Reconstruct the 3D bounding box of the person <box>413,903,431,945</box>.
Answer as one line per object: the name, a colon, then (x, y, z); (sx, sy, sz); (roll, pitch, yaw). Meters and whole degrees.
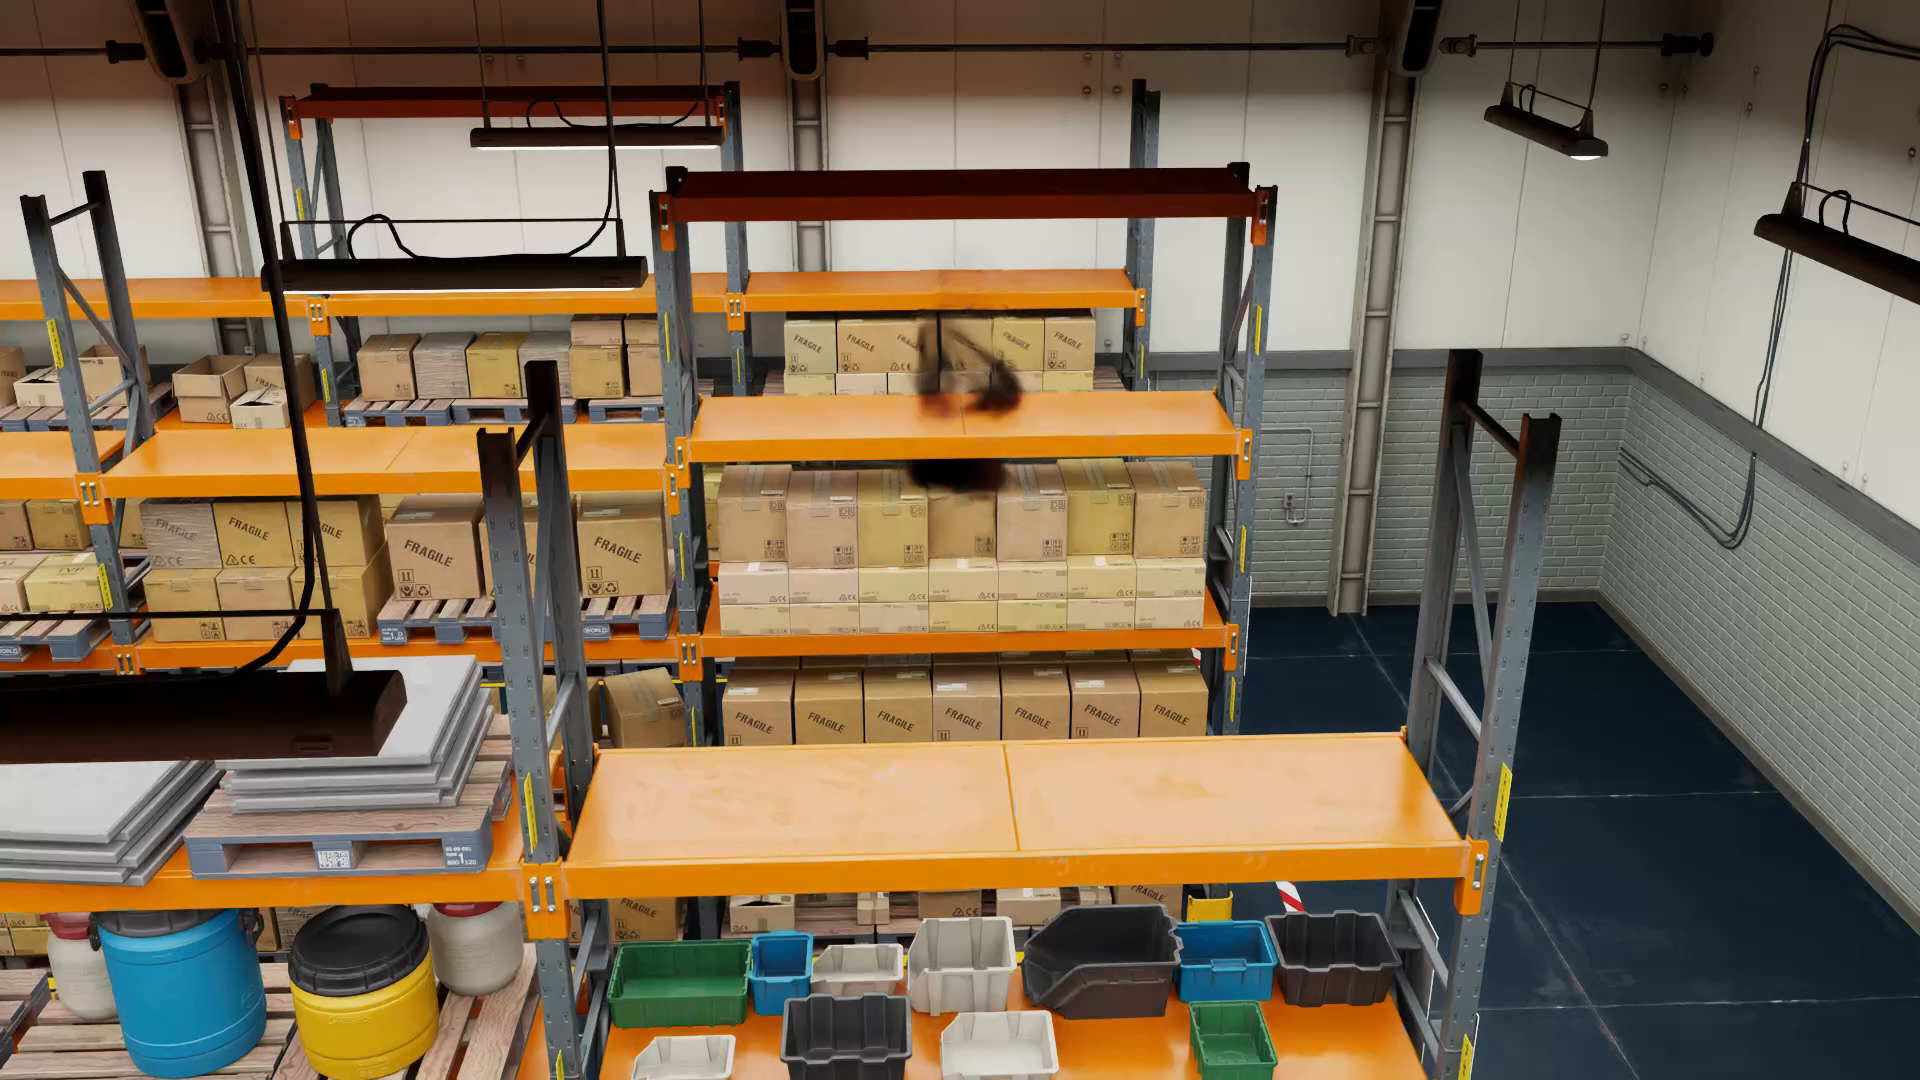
person: (-3.288, 3.168, 11.124); (0.961, 1.776, 0.663); (-1, 22, -3)
